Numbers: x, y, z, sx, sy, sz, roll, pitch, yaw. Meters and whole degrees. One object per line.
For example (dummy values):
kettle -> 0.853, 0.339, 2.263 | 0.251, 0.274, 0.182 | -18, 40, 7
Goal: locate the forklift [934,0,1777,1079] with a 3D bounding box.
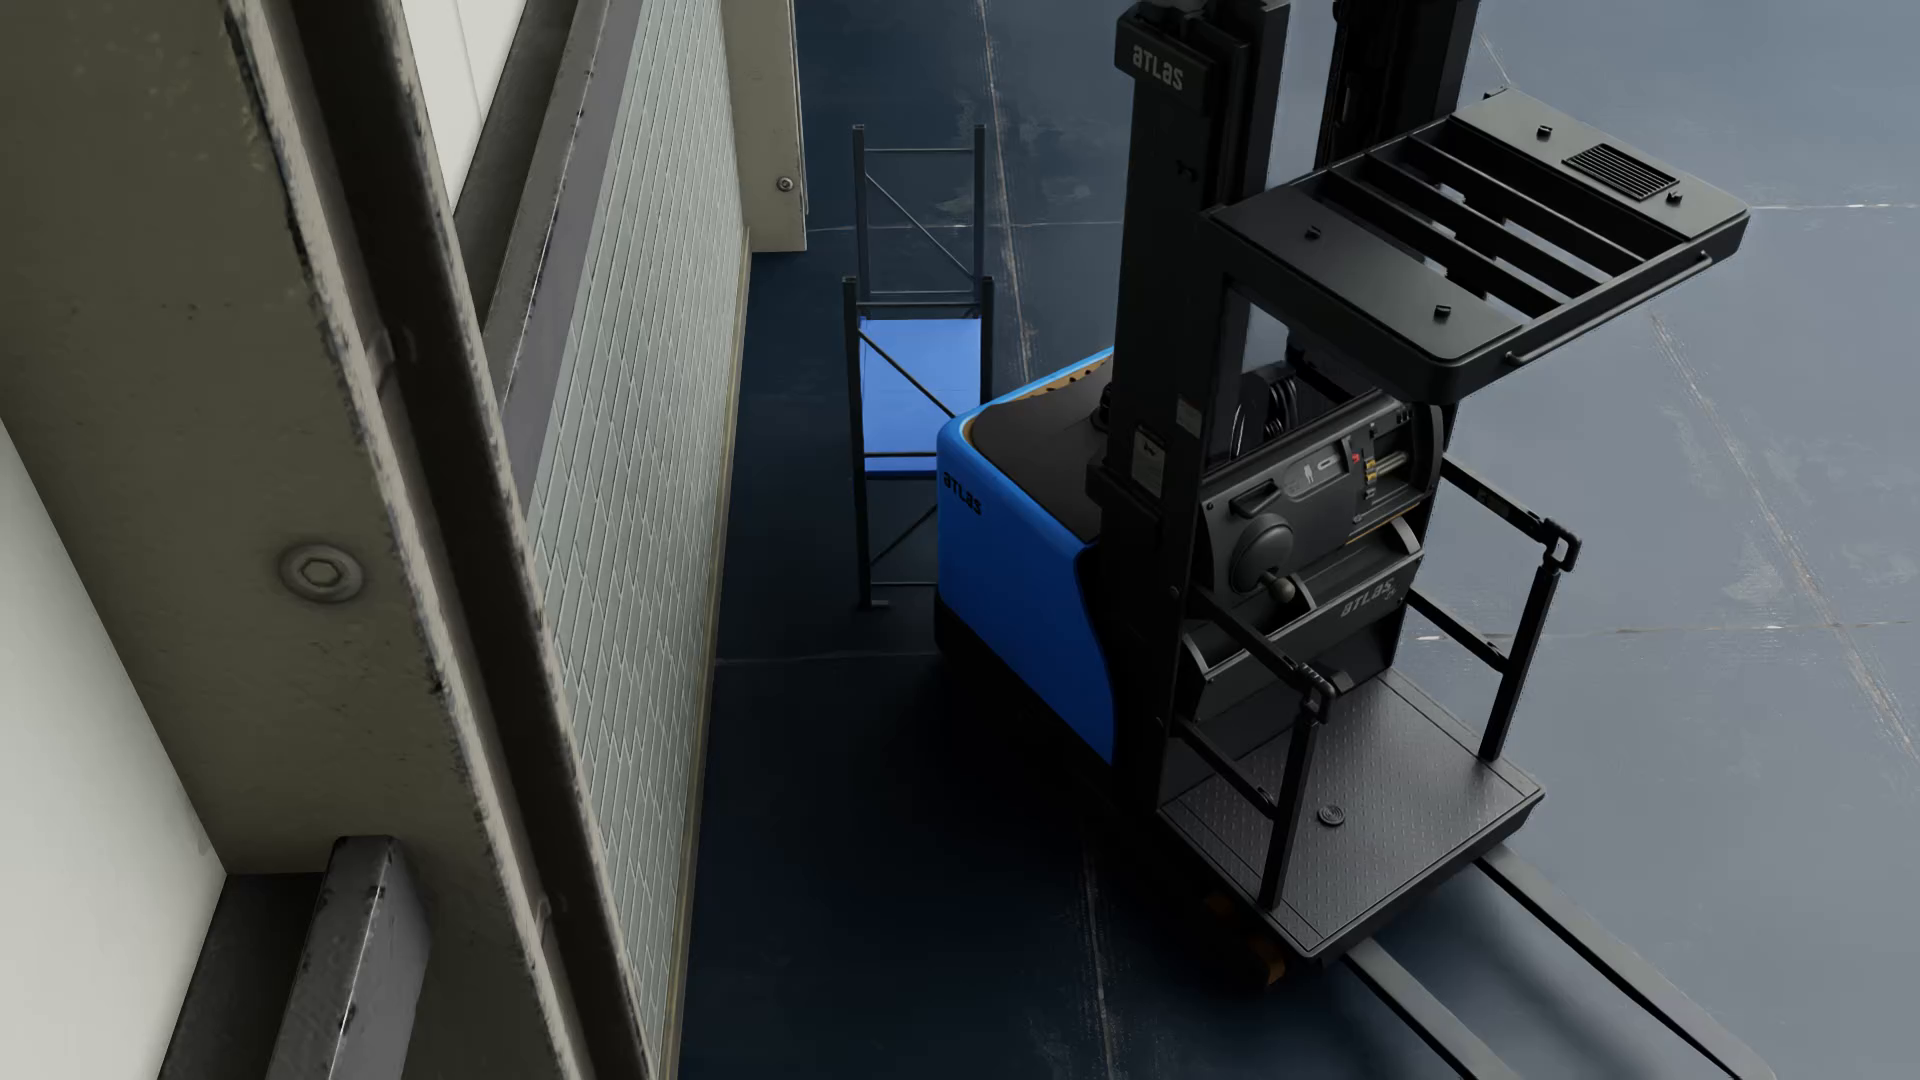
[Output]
forklift -> 1.176, -0.060, 4.646 | 1.130, 2.935, 3.031 | -26, 49, -26

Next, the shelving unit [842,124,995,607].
shelving unit -> -0.144, -0.649, 6.348 | 0.538, 1.500, 1.048 | -1, 43, -1

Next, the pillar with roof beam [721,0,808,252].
pillar with roof beam -> 3.368, -5.019, 5.566 | 9.100, 9.000, 0.400 | -2, 43, -2

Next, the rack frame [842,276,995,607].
rack frame -> -0.137, -0.306, 5.974 | 0.500, 1.500, 0.032 | -1, 43, -1

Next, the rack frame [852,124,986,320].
rack frame -> -0.152, -0.993, 6.723 | 0.500, 1.500, 0.032 | -1, 43, -1

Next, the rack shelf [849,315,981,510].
rack shelf -> -0.144, -0.517, 6.470 | 0.538, 0.185, 1.000 | -1, 43, -1
